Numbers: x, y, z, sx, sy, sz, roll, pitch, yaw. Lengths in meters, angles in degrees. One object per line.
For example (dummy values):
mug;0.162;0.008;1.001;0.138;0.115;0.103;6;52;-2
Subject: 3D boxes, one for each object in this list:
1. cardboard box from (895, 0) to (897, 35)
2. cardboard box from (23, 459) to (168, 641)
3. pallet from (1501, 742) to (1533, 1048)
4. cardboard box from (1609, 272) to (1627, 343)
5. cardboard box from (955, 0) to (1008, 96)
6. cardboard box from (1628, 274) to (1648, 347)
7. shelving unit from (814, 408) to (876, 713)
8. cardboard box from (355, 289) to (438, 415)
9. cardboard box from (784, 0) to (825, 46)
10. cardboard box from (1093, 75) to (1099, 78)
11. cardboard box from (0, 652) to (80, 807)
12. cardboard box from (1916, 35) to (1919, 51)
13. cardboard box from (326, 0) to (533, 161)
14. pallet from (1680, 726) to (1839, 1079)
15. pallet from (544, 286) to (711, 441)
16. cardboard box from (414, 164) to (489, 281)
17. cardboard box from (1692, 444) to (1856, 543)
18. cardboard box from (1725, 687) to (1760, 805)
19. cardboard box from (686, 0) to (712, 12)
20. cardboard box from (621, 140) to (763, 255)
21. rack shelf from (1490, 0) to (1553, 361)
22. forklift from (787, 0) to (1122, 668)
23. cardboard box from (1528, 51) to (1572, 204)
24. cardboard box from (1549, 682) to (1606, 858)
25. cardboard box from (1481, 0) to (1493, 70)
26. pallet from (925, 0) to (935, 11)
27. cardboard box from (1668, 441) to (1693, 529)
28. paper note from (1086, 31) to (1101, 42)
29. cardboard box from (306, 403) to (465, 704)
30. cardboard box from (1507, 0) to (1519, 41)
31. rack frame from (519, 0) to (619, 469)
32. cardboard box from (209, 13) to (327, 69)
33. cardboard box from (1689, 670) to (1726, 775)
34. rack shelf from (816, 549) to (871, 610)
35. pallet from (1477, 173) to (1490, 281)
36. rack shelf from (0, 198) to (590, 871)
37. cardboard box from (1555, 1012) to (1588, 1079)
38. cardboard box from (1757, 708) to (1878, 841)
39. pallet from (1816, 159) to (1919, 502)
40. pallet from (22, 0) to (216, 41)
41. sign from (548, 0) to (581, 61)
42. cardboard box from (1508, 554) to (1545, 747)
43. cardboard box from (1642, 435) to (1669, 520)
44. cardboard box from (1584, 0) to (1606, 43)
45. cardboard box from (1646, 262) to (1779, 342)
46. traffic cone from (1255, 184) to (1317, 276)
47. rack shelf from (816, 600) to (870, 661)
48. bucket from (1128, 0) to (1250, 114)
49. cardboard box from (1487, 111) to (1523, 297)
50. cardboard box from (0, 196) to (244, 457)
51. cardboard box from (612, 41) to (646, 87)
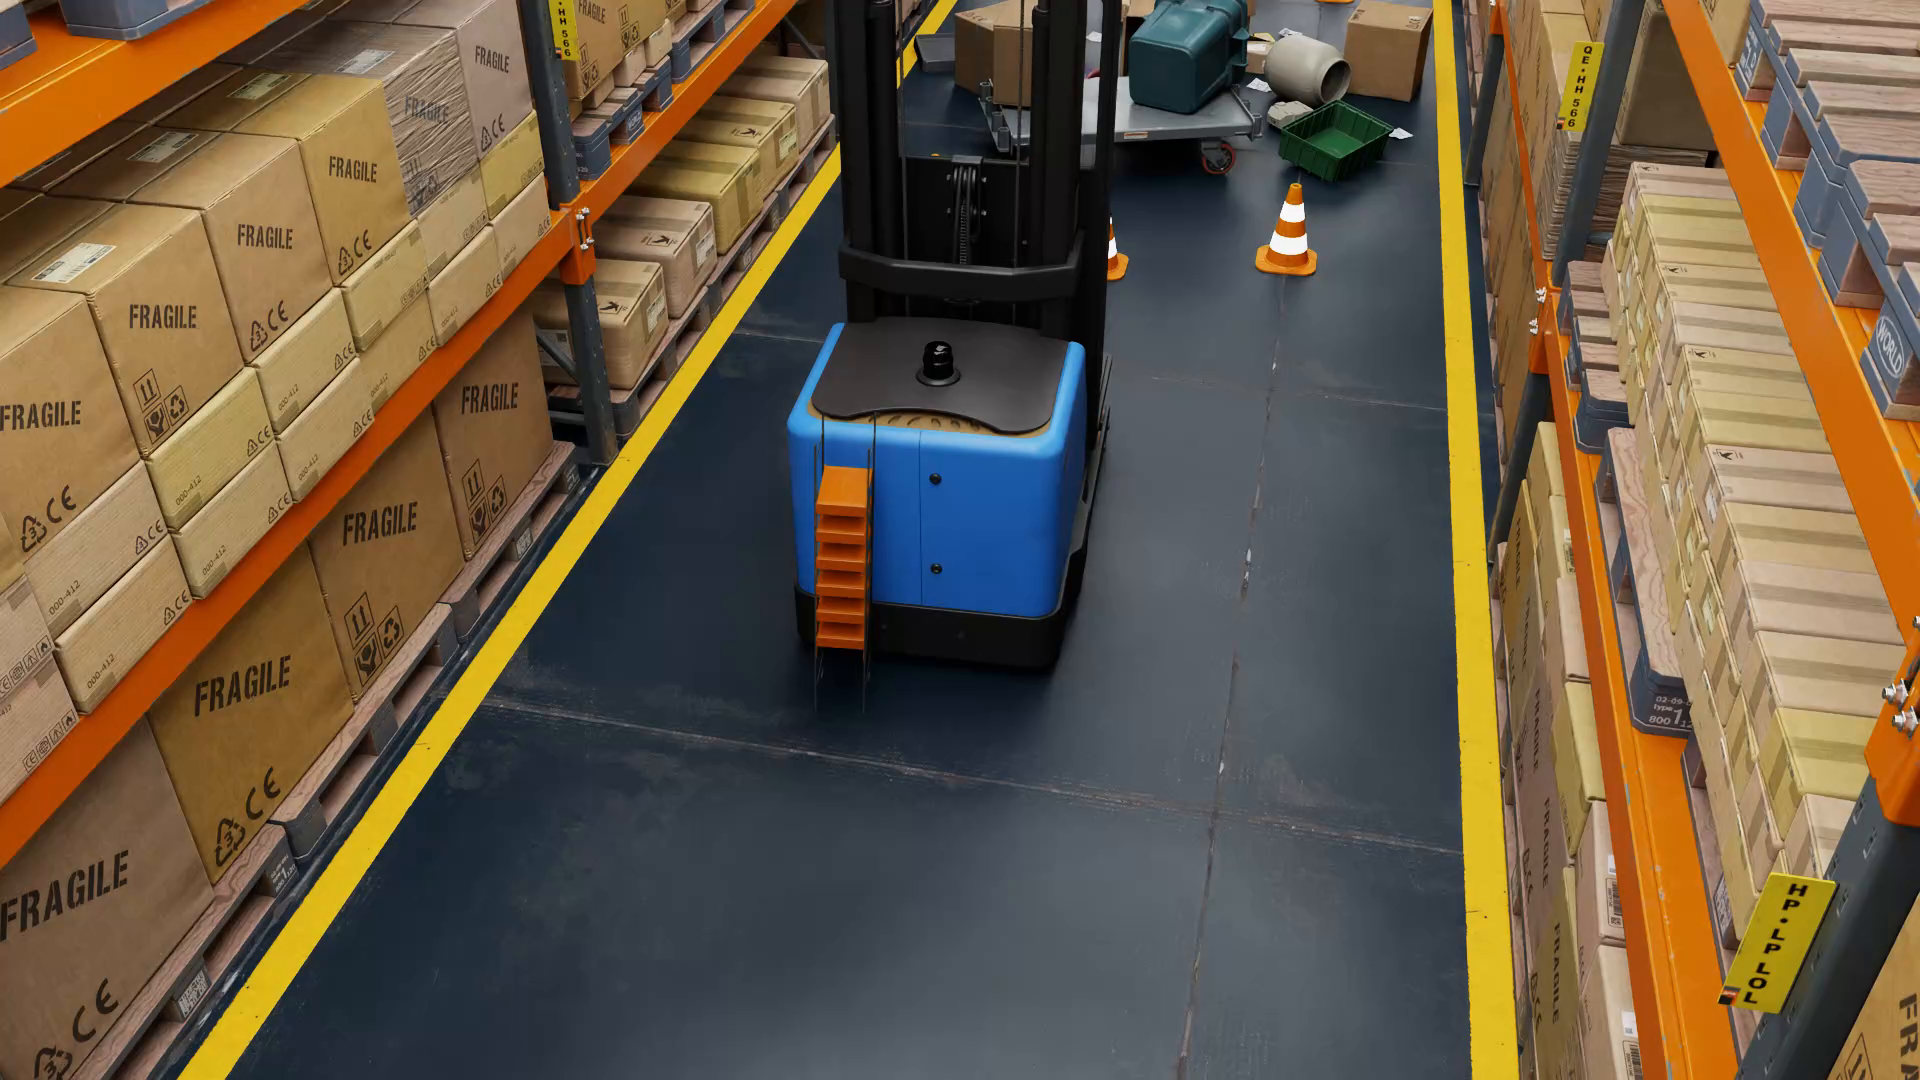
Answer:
cardboard box;-0.754;-3.605;11.653;0.500;0.250;0.500;9;37;13
cardboard box;-2.502;-0.011;4.411;0.500;0.250;0.500;8;37;11
pallet;2.325;1.193;5.424;1.003;0.211;1.213;7;37;10
cardboard box;2.406;-0.764;5.605;0.380;0.149;0.250;9;37;12
cardboard box;0.312;-3.369;11.471;0.500;0.500;0.500;-24;42;-30
cardboard box;2.347;-0.709;5.274;0.380;0.149;0.250;6;36;9
shelving unit;-0.423;0.100;6.083;0.189;1.200;0.258;4;36;1
cardboard box;-2.172;-0.679;5.758;0.500;0.250;0.500;7;37;9
cardboard box;-0.857;-3.601;11.009;0.500;0.500;0.500;9;37;12
cardboard box;1.024;-3.028;11.201;0.258;0.266;0.396;-17;39;-22
cardboard box;-2.603;0.491;4.144;0.500;0.250;0.500;6;36;9
cardboard box;2.360;-1.083;3.187;0.797;0.503;0.637;7;36;9
cardboard box;-1.956;-1.760;6.184;0.500;0.500;0.500;6;36;9
pallet;2.207;0.870;3.657;1.003;0.211;1.213;7;37;10
pallet;-1.933;-0.962;8.398;1.003;0.211;1.213;7;37;10
cardboard box;-2.062;-1.181;6.025;0.500;0.250;0.500;6;36;9
cardboard box;2.076;-0.099;4.179;0.380;0.149;0.250;6;36;8
cardboard box;1.905;0.478;3.638;0.380;0.149;0.250;9;37;12
cardboard box;-1.457;-2.795;8.407;0.380;0.149;0.250;8;37;11
cardboard box;-1.653;-1.930;9.239;0.950;0.372;0.625;8;37;12
rack shelf;3.184;-1.936;7.978;1.077;0.370;4.000;7;37;10
forklift;0.105;-1.551;6.893;1.130;2.935;3.031;6;36;8
cardboard box;2.698;-1.699;6.953;0.500;0.500;0.500;7;37;10
cardboard box;2.036;0.694;4.869;0.500;0.250;0.500;6;36;8
cardboard box;4.002;-3.553;11.049;0.875;0.875;0.875;8;37;10
pallet;-0.616;-4.596;13.411;1.003;0.211;1.213;7;37;10
cardboard box;2.130;-0.124;4.468;0.380;0.149;0.250;9;37;12
paper note;1.023;-3.763;12.426;0.148;0.019;0.142;20;41;26
cardboard box;-2.524;-0.057;6.225;0.875;0.875;0.875;8;37;11
cardboard box;3.128;-2.857;8.551;0.500;0.500;0.500;8;37;10
rack frame;-2.101;-1.643;6.961;1.000;3.000;0.127;7;37;10
cardboard box;-2.542;-1.551;5.897;0.500;0.500;0.500;7;37;10
cardboard box;1.957;0.456;3.921;0.380;0.149;0.250;6;36;8
rack shelf;-0.426;0.136;6.109;0.180;0.103;0.258;4;36;1
pallet;3.520;-1.793;9.544;1.003;0.211;1.213;7;37;10
rack shelf;-2.528;-0.206;5.591;1.077;0.370;4.000;7;37;10
cardboard box;1.814;1.599;4.261;0.500;0.500;0.500;7;36;9
cardboard box;1.854;0.494;3.361;0.380;0.149;0.250;6;36;9
pallet;2.138;-0.267;2.666;1.213;0.211;1.003;7;37;10
pallet;-2.423;-1.764;4.733;1.003;0.211;1.213;9;37;12
sign;-1.558;-2.045;6.528;0.100;0.325;0.005;7;37;10
cardboard box;2.252;0.423;5.882;0.500;0.500;0.500;8;37;11
cardboard box;2.182;-0.158;4.768;0.380;0.149;0.250;8;37;11
cardboard box;3.076;-2.367;7.022;0.700;0.500;0.500;7;36;9
cardboard box;2.300;-0.703;5.013;0.380;0.149;0.250;6;36;8
traffic cone;1.849;-1.767;9.294;0.336;0.463;0.334;7;37;10
rack shelf;-0.437;0.330;6.250;0.180;0.103;0.258;4;36;1
bucket;1.388;-3.031;10.370;0.726;0.611;0.620;20;51;26
cardboard box;3.356;-1.713;8.617;1.050;0.750;0.750;7;37;10
cardboard box;-2.389;-0.594;4.576;0.500;0.500;0.500;6;36;9
cardboard box;-1.653;-2.184;7.563;0.380;0.149;0.250;5;36;7
